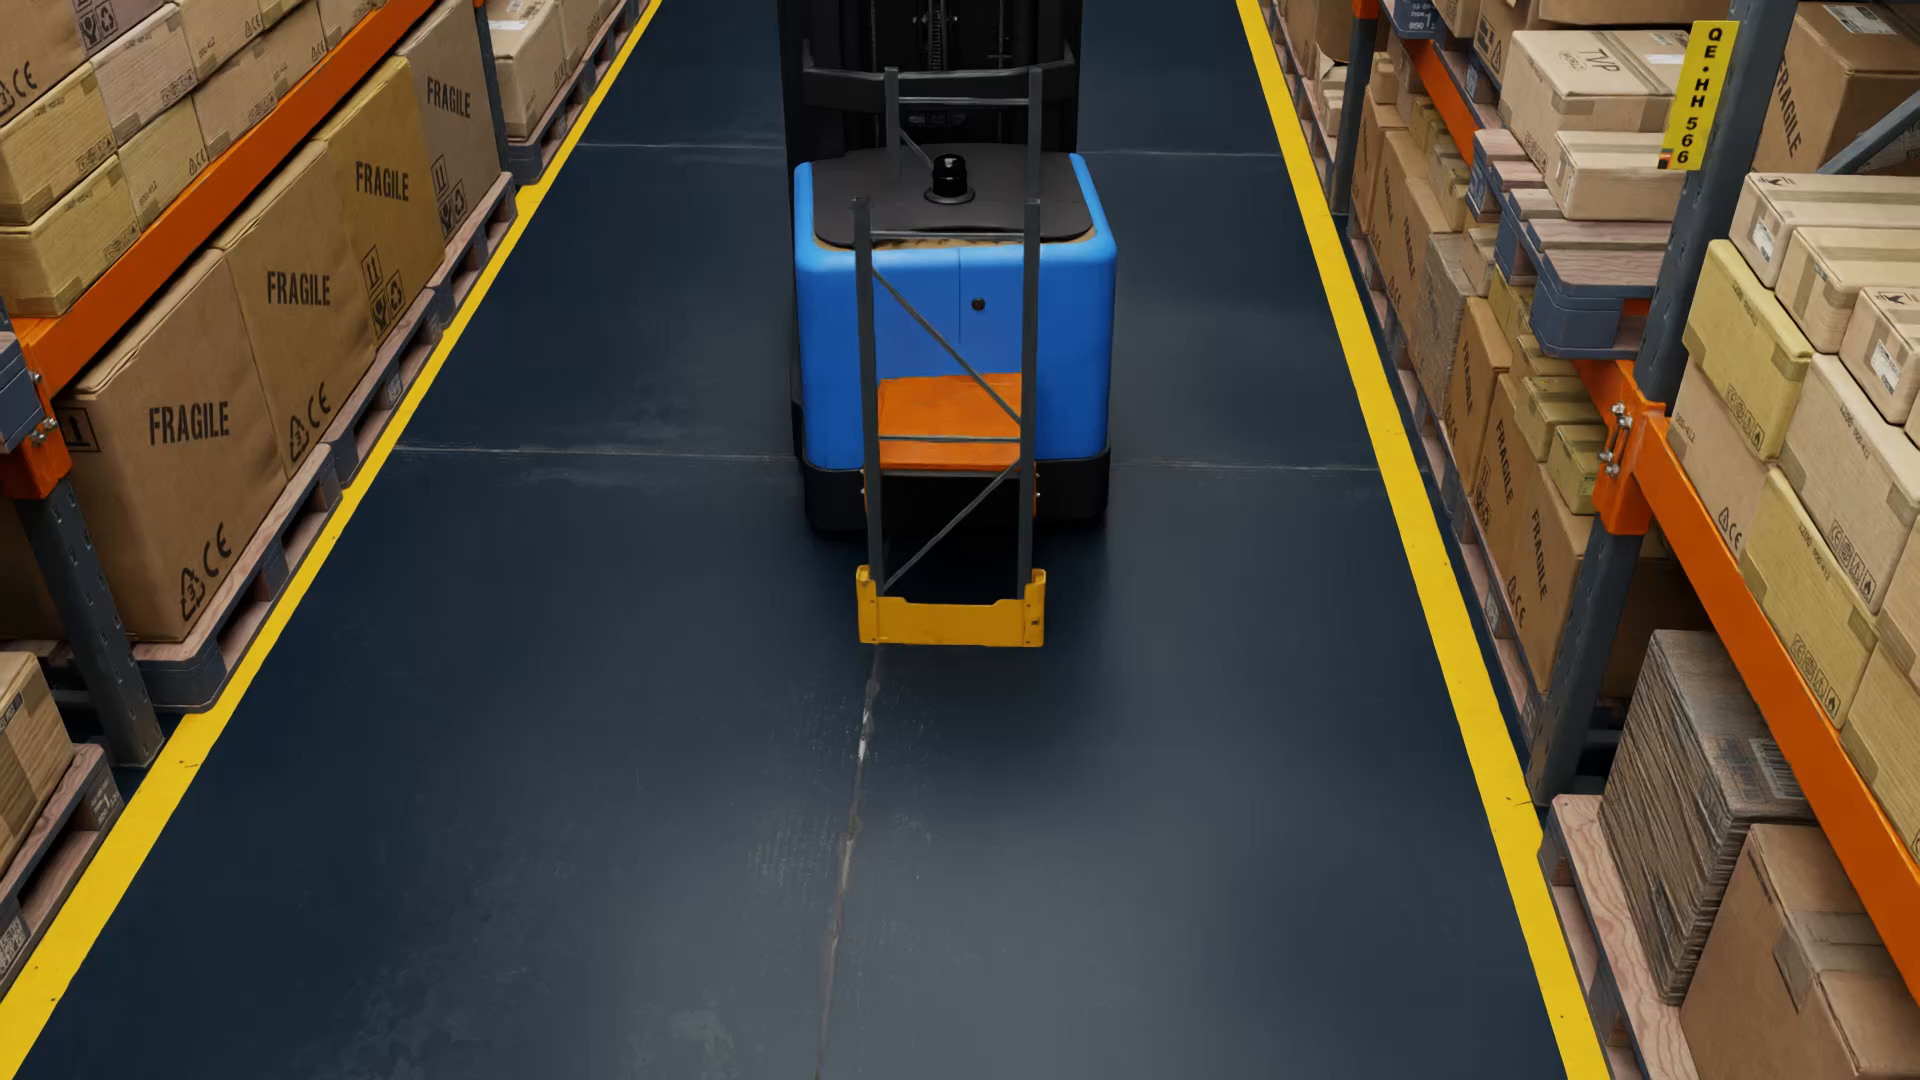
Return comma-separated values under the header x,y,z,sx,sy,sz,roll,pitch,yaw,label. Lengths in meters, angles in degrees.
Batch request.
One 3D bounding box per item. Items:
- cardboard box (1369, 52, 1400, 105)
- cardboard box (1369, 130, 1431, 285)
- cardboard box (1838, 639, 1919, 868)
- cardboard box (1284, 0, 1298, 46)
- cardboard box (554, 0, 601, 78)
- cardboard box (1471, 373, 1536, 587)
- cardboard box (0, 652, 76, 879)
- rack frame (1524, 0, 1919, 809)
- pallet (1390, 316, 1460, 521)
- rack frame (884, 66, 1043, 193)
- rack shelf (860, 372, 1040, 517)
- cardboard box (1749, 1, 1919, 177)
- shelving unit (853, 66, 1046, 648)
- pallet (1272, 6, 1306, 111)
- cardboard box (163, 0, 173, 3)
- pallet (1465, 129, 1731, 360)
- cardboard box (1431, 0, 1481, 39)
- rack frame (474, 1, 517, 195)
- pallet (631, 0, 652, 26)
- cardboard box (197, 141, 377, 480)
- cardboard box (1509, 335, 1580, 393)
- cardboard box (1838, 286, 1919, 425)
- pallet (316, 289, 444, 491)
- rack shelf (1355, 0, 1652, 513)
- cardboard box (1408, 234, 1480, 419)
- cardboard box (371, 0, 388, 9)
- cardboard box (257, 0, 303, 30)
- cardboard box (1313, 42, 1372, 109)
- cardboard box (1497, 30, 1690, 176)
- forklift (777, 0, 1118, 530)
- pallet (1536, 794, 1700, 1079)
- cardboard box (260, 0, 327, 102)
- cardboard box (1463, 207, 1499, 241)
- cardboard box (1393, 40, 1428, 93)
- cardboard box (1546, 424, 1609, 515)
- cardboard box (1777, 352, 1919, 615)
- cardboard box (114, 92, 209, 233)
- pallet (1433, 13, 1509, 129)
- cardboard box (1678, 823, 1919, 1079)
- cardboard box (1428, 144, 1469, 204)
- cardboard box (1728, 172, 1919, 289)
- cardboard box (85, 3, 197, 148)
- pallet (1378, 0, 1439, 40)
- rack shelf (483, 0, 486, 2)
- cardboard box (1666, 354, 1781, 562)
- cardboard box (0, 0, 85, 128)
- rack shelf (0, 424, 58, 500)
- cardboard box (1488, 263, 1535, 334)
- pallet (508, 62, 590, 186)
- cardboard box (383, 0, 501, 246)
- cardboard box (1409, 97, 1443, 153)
x,y,z,sx,sy,sz,roll,pitch,yaw,label
1.998,-2.008,7.244,0.380,0.149,0.250,3,35,4,cardboard box
2.023,-1.364,6.891,0.500,0.500,0.500,1,35,1,cardboard box
1.817,0.400,2.703,0.500,0.250,0.500,0,35,0,cardboard box
2.126,-3.100,9.361,0.500,0.500,0.500,2,35,3,cardboard box
-2.513,-2.903,9.134,0.875,0.438,0.875,0,35,0,cardboard box
1.951,-0.180,5.206,0.500,0.500,0.500,1,35,1,cardboard box
-2.875,0.619,4.180,0.950,0.372,0.625,-1,35,-1,cardboard box
2.118,-0.496,3.847,1.000,3.000,0.127,1,35,2,rack frame
2.237,-0.482,6.252,1.003,0.211,1.213,1,35,2,pallet
0.015,-0.876,5.689,0.500,1.500,0.032,1,35,2,rack frame
-0.007,-0.436,5.377,0.538,0.185,1.000,1,35,2,rack shelf
2.295,-1.001,4.113,0.500,0.500,0.500,3,35,4,cardboard box
-0.008,-0.589,5.281,0.587,1.500,1.083,1,35,2,shelving unit
2.353,-2.750,9.480,1.003,0.211,1.213,1,35,2,pallet
-2.531,-1.918,4.914,0.500,0.500,0.500,2,35,3,cardboard box
2.075,-0.808,4.458,1.213,0.211,1.003,1,35,2,pallet
1.983,-1.985,5.514,0.700,0.500,0.500,1,35,2,cardboard box
-2.681,-2.906,7.277,1.000,3.000,0.127,1,35,2,rack frame
-2.474,-3.602,10.692,1.003,0.211,1.213,1,35,2,pallet
-2.691,-0.818,5.788,0.875,0.875,0.875,2,35,2,cardboard box
1.919,-0.508,5.108,0.380,0.149,0.250,0,35,0,cardboard box
1.817,-0.324,2.951,0.380,0.149,0.250,2,35,3,cardboard box
-2.683,-0.618,6.445,1.003,0.211,1.213,1,35,2,pallet
2.198,-1.351,5.689,1.077,0.370,4.000,1,35,2,rack shelf
1.971,-0.780,6.059,0.500,0.500,0.500,0,35,0,cardboard box
-2.469,-2.289,6.529,0.500,0.250,0.500,1,35,1,cardboard box
-2.487,-1.911,5.556,0.500,0.250,0.500,2,35,3,cardboard box
2.022,-2.379,8.539,0.396,0.266,0.258,3,35,4,cardboard box
1.837,-1.220,4.642,0.500,0.250,0.500,0,35,0,cardboard box
-0.129,-2.060,6.133,1.130,2.935,3.031,-3,35,-4,forklift
2.046,1.117,3.977,1.003,0.211,1.213,1,35,2,pallet
-2.525,-1.703,5.694,0.500,0.250,0.500,1,35,2,cardboard box
2.027,-1.101,5.953,0.380,0.149,0.250,1,35,2,cardboard box
2.036,-1.980,6.944,0.380,0.149,0.250,0,35,0,cardboard box
1.885,-0.200,4.670,0.380,0.149,0.250,0,35,0,cardboard box
1.835,-0.102,2.982,0.500,0.250,0.500,2,35,3,cardboard box
-2.568,-1.118,4.862,0.500,0.250,0.500,0,35,1,cardboard box
2.191,-1.535,5.492,1.003,0.211,1.213,1,35,2,pallet
2.061,1.038,3.365,0.875,0.625,0.625,2,35,3,cardboard box
2.021,-1.399,6.377,0.380,0.149,0.250,1,35,2,cardboard box
1.811,-0.626,3.381,0.380,0.149,0.250,2,35,3,cardboard box
-2.553,-1.334,4.735,0.500,0.250,0.500,2,35,3,cardboard box
2.137,-2.259,6.522,1.003,0.211,1.213,1,35,2,pallet
-2.601,-3.761,9.119,1.077,0.370,4.000,1,35,2,rack shelf
1.856,-0.185,3.535,0.500,0.250,0.500,1,35,2,cardboard box
-2.578,-1.336,4.086,0.500,0.500,0.500,0,35,0,cardboard box
-2.922,0.835,2.579,1.077,0.370,4.000,1,35,2,rack shelf
1.985,-0.802,5.526,0.380,0.149,0.250,1,35,1,cardboard box
-2.573,-2.201,8.698,1.003,0.211,1.213,1,35,2,pallet
-2.626,-1.851,7.257,0.875,0.875,0.875,2,35,3,cardboard box
2.066,-1.700,6.805,0.380,0.149,0.250,0,35,-1,cardboard box
